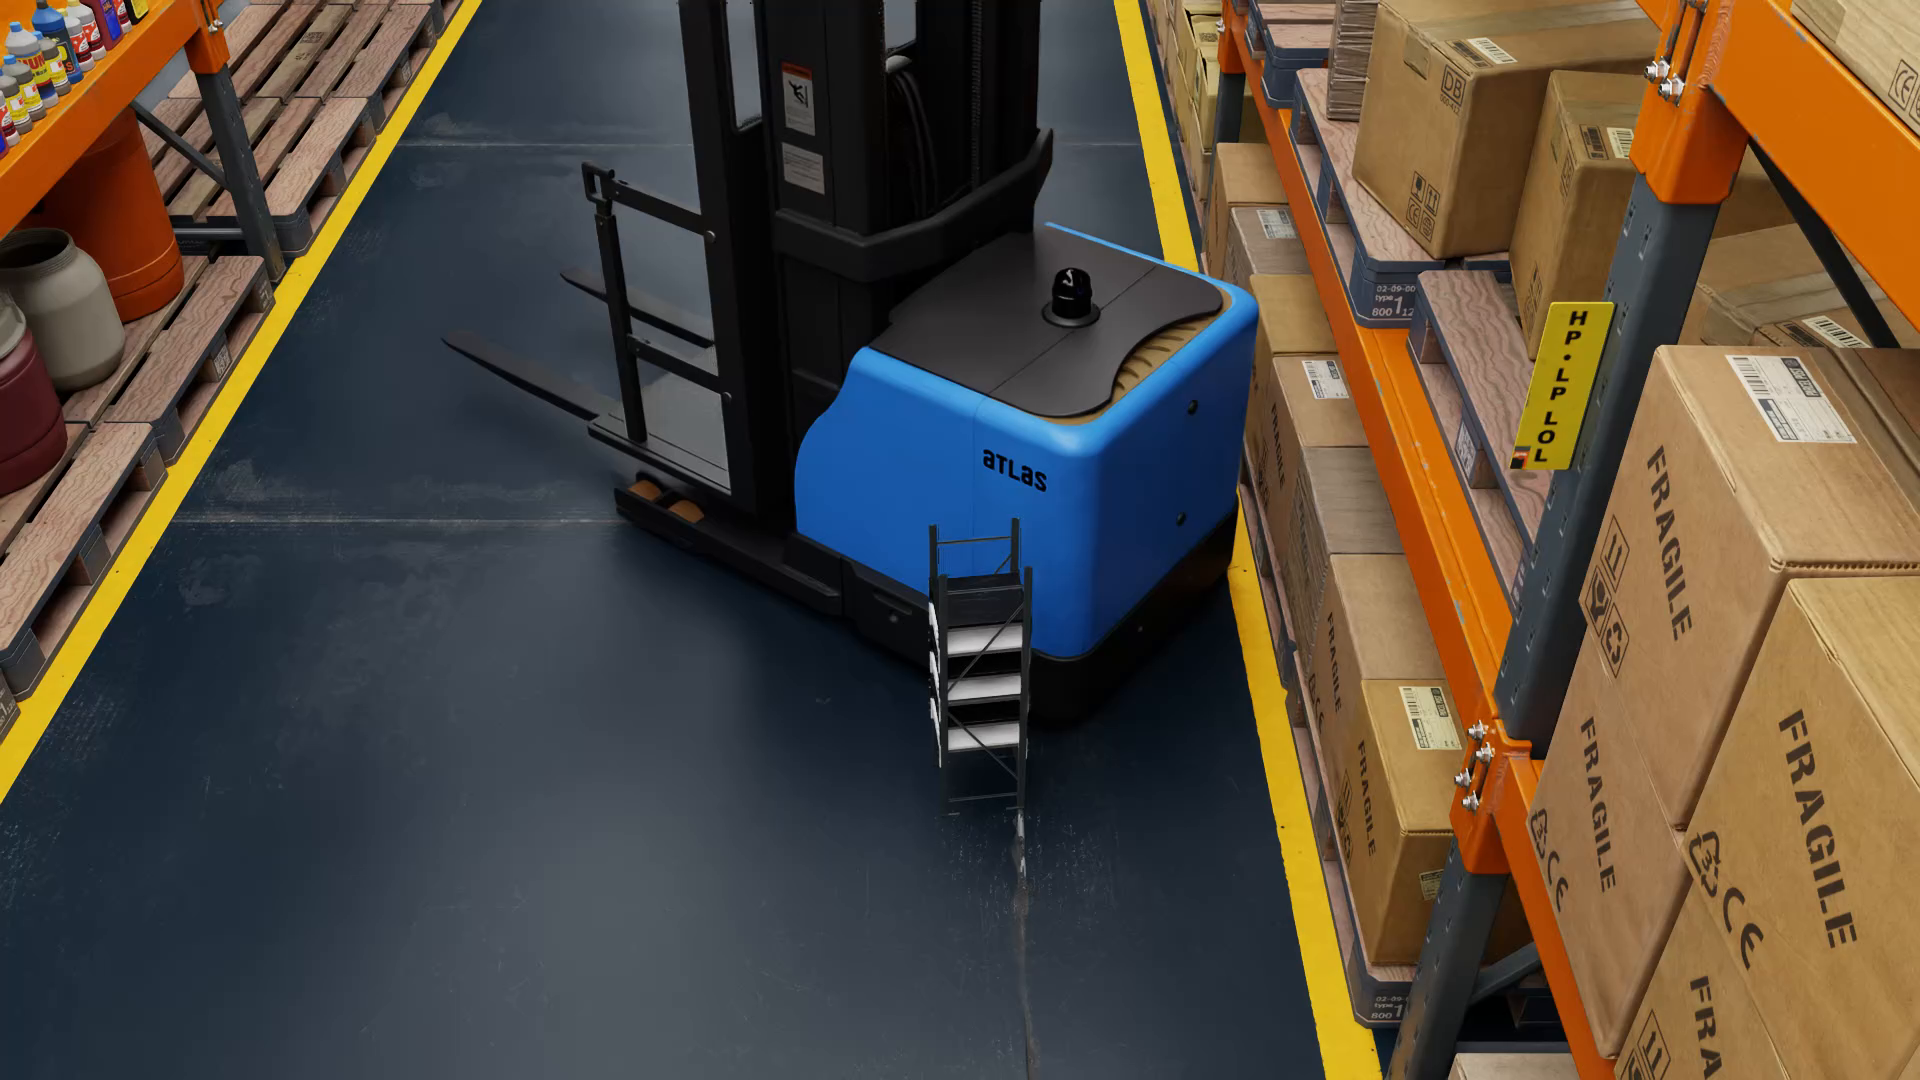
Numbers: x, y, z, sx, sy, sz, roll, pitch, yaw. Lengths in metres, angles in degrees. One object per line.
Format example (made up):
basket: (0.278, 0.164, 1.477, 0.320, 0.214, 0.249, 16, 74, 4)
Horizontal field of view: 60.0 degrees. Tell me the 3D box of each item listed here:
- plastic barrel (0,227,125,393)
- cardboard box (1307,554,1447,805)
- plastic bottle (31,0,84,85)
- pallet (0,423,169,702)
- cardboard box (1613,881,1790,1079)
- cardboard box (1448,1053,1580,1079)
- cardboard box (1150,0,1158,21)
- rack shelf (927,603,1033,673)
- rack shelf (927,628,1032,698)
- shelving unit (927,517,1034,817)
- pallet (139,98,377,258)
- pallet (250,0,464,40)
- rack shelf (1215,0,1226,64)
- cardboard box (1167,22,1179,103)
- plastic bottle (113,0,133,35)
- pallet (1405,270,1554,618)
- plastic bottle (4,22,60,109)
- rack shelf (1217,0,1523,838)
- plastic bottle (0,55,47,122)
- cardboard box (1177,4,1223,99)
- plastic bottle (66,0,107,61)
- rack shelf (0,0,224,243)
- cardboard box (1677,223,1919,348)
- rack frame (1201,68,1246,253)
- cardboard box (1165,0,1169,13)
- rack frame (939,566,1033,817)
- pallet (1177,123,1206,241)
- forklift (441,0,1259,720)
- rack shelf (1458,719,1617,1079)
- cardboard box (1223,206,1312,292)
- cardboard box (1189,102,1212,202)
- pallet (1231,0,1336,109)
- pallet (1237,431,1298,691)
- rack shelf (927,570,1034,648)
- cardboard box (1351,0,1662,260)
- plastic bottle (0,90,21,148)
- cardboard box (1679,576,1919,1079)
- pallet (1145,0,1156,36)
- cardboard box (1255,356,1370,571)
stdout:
plastic barrel: (-3.309, -0.834, 6.045, 0.421, 0.512, 0.421, 0, 39, 0)
cardboard box: (1.262, 0.387, 4.516, 0.500, 0.500, 0.500, 0, 39, 0)
plastic bottle: (-3.007, -1.659, 5.524, 0.097, 0.271, 0.097, 0, 39, 0)
pallet: (-3.375, 0.043, 5.528, 1.003, 0.211, 1.213, 0, 39, 0)
cardboard box: (1.274, 0.801, 2.272, 0.500, 0.500, 0.500, 1, 39, 1)
cardboard box: (1.326, 1.341, 3.477, 0.500, 0.311, 0.500, 0, 39, 0)
cardboard box: (1.288, -2.997, 8.954, 0.500, 0.250, 0.500, -1, 39, -1)
rack shelf: (0.052, 0.252, 4.481, 0.258, 0.077, 0.200, -5, 39, -6)
rack shelf: (0.052, 0.322, 4.538, 0.258, 0.077, 0.200, -5, 39, -6)
shelving unit: (0.052, 0.367, 4.573, 0.258, 0.900, 0.210, -5, 39, -6)
pallet: (-3.378, -1.696, 7.697, 1.003, 0.211, 1.213, 0, 39, 0)
pallet: (-3.381, -3.222, 9.602, 1.003, 0.211, 1.213, 0, 39, 0)
rack shelf: (1.535, -3.271, 8.008, 1.077, 0.370, 4.000, 0, 39, 0)
cardboard box: (1.291, -2.357, 8.156, 0.500, 0.250, 0.500, 1, 39, 1)
plastic bottle: (-3.007, -1.897, 5.878, 0.097, 0.201, 0.097, 0, 39, 0)
pallet: (1.650, -0.224, 3.785, 1.003, 0.211, 1.213, 0, 39, 0)
plastic bottle: (-3.007, -1.537, 5.372, 0.097, 0.271, 0.097, 0, 39, 0)
rack shelf: (1.539, -0.769, 4.887, 1.077, 0.370, 4.000, 0, 39, 0)
plastic bottle: (-3.006, -1.449, 5.318, 0.097, 0.201, 0.097, 0, 39, 0)
cardboard box: (1.283, -2.263, 7.590, 0.500, 0.311, 0.500, -1, 39, -1)
plastic bottle: (-3.007, -1.753, 5.698, 0.097, 0.201, 0.097, 0, 39, 0)
rack shelf: (-3.414, -0.768, 4.885, 1.077, 0.370, 4.000, 0, 39, 0)
cardboard box: (1.765, -0.299, 3.308, 0.700, 0.500, 0.500, -13, 40, -15)
rack frame: (1.537, -2.301, 6.222, 1.000, 3.000, 0.127, 0, 39, 0)
cardboard box: (1.287, -2.892, 8.375, 0.500, 0.311, 0.500, 1, 39, 1)
rack frame: (0.066, 0.430, 4.494, 0.240, 0.900, 0.006, -5, 39, -6)
pallet: (1.575, -1.728, 7.737, 1.003, 0.211, 1.213, 0, 39, 0)
forklift: (-0.576, -1.351, 5.093, 3.031, 2.935, 1.130, 25, 45, 28)
rack shelf: (1.544, 1.732, 1.765, 1.077, 0.370, 4.000, 0, 39, 0)
cardboard box: (1.258, -0.885, 6.103, 0.500, 0.500, 0.500, -1, 39, -2)
cardboard box: (1.293, -1.721, 7.361, 0.500, 0.250, 0.500, 1, 39, 1)
pallet: (1.608, -1.802, 5.754, 1.213, 0.211, 1.003, 0, 39, 0)
pallet: (1.499, 0.015, 5.562, 1.003, 0.211, 1.213, 0, 39, 0)
rack shelf: (0.052, 0.182, 4.425, 0.258, 0.077, 0.200, -5, 39, -6)
cardboard box: (1.478, -1.107, 4.317, 0.700, 0.500, 0.500, -9, 40, -11)
plastic bottle: (-3.006, -1.327, 5.166, 0.097, 0.201, 0.097, 0, 39, 0)
cardboard box: (1.262, 0.389, 1.987, 0.500, 0.500, 0.500, -1, 39, -1)
pallet: (1.572, -3.253, 9.641, 1.003, 0.211, 1.213, 0, 39, 0)
cardboard box: (1.259, -0.245, 5.304, 0.500, 0.500, 0.500, -1, 39, -2)
